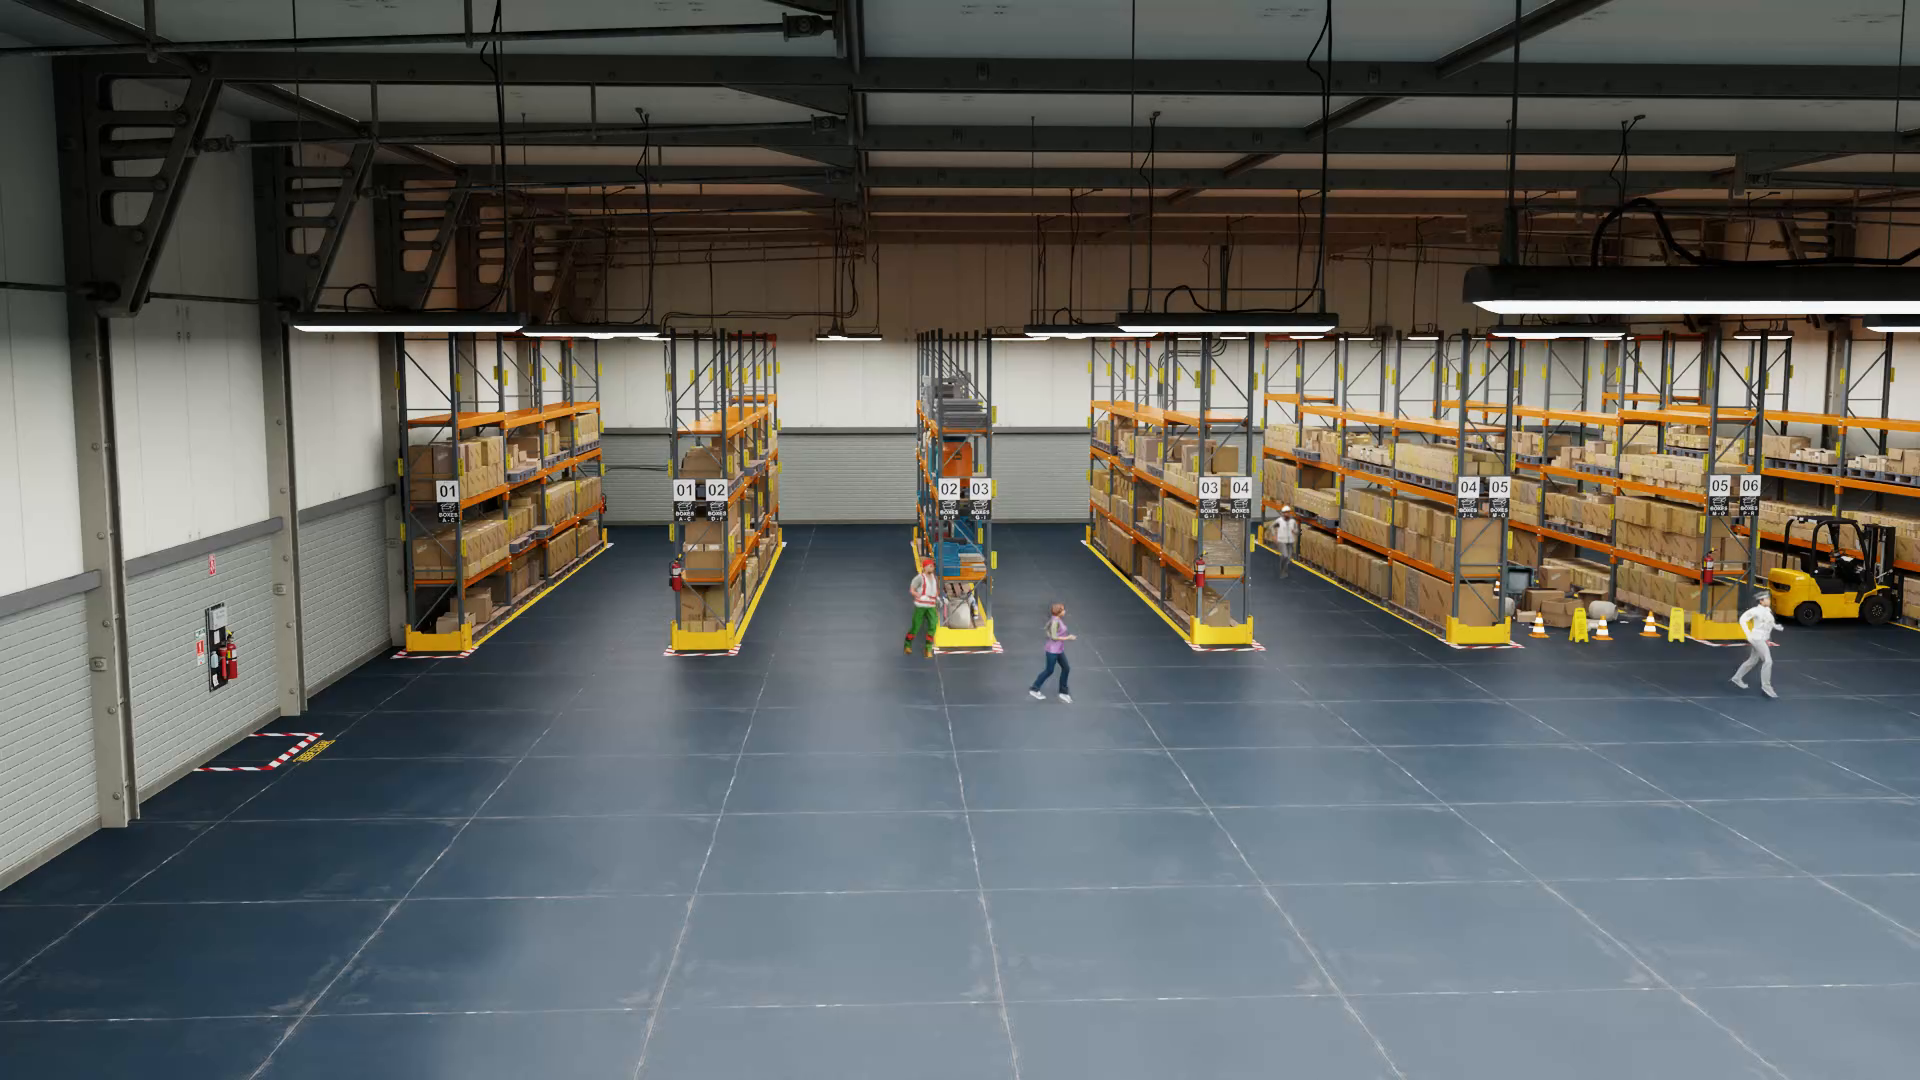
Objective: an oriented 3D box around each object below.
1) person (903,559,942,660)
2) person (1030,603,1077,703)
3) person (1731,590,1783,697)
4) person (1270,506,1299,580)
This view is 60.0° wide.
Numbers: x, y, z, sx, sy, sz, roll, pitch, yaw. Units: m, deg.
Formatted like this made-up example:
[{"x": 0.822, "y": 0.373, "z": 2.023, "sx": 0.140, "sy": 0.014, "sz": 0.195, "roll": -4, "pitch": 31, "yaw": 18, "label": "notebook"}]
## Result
[{"x": -0.619, "y": 1.249, "z": 30.518, "sx": 0.730, "sy": 1.819, "sz": 0.730, "roll": -5, "pitch": 8, "yaw": -36, "label": "person"}, {"x": 1.504, "y": 1.864, "z": 26.569, "sx": 0.777, "sy": 1.540, "sz": 0.490, "roll": 2, "pitch": 7, "yaw": 18, "label": "person"}, {"x": 13.115, "y": 1.676, "z": 27.324, "sx": 0.761, "sy": 1.746, "sz": 0.599, "roll": 6, "pitch": 9, "yaw": 42, "label": "person"}, {"x": 7.942, "y": 0.074, "z": 40.554, "sx": 0.625, "sy": 1.811, "sz": 0.730, "roll": -1, "pitch": 7, "yaw": -12, "label": "person"}]
